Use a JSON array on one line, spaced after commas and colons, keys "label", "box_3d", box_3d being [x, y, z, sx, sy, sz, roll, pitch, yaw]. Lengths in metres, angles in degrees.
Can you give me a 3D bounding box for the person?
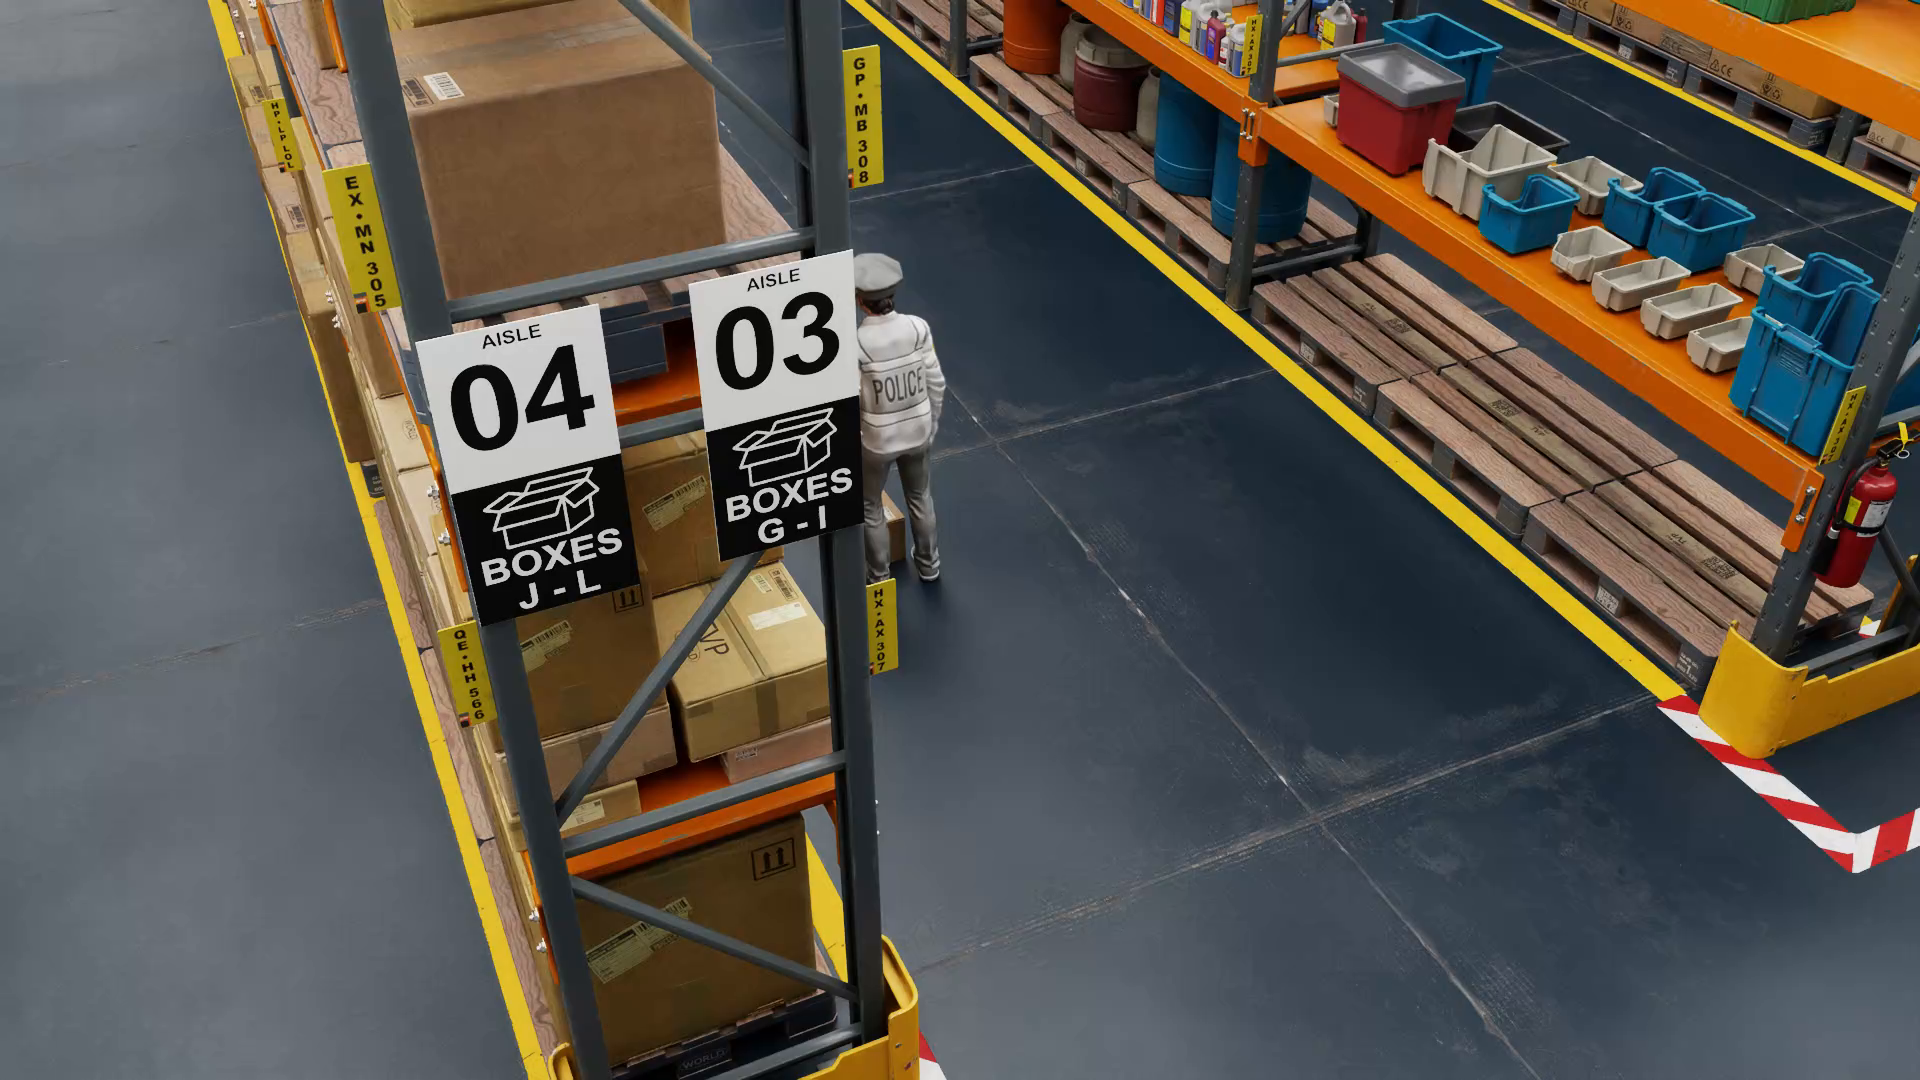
[{"label": "person", "box_3d": [-0.324, -0.475, 7.471, 0.537, 1.662, 0.378, -17, 41, -20]}]
